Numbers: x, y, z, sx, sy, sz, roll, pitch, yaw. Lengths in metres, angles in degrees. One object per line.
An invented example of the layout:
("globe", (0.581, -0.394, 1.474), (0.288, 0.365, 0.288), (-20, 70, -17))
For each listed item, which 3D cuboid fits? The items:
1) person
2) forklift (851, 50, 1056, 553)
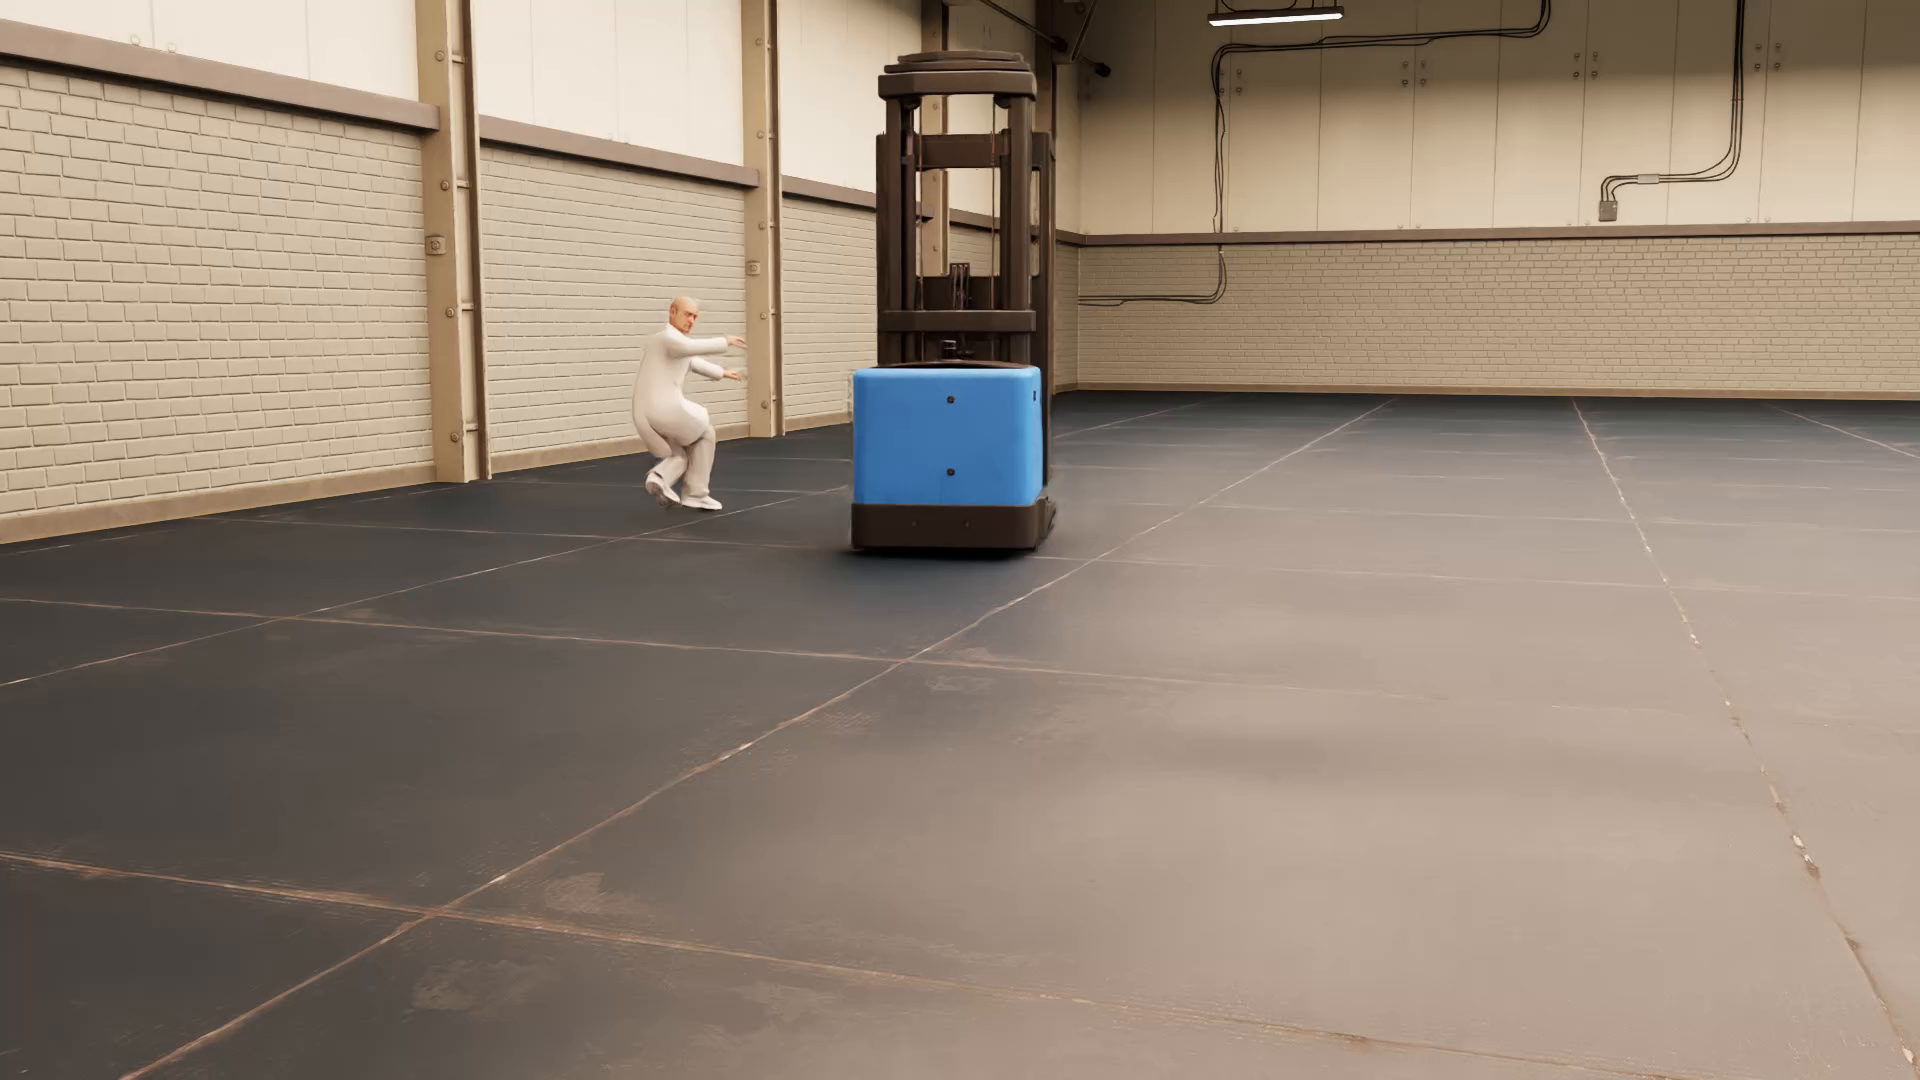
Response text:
("person", (-1.804, -0.945, 11.675), (0.854, 1.517, 1.166), (6, 9, 37))
("forklift", (0.046, -1.534, 10.704), (1.130, 2.935, 3.031), (1, 7, 6))
